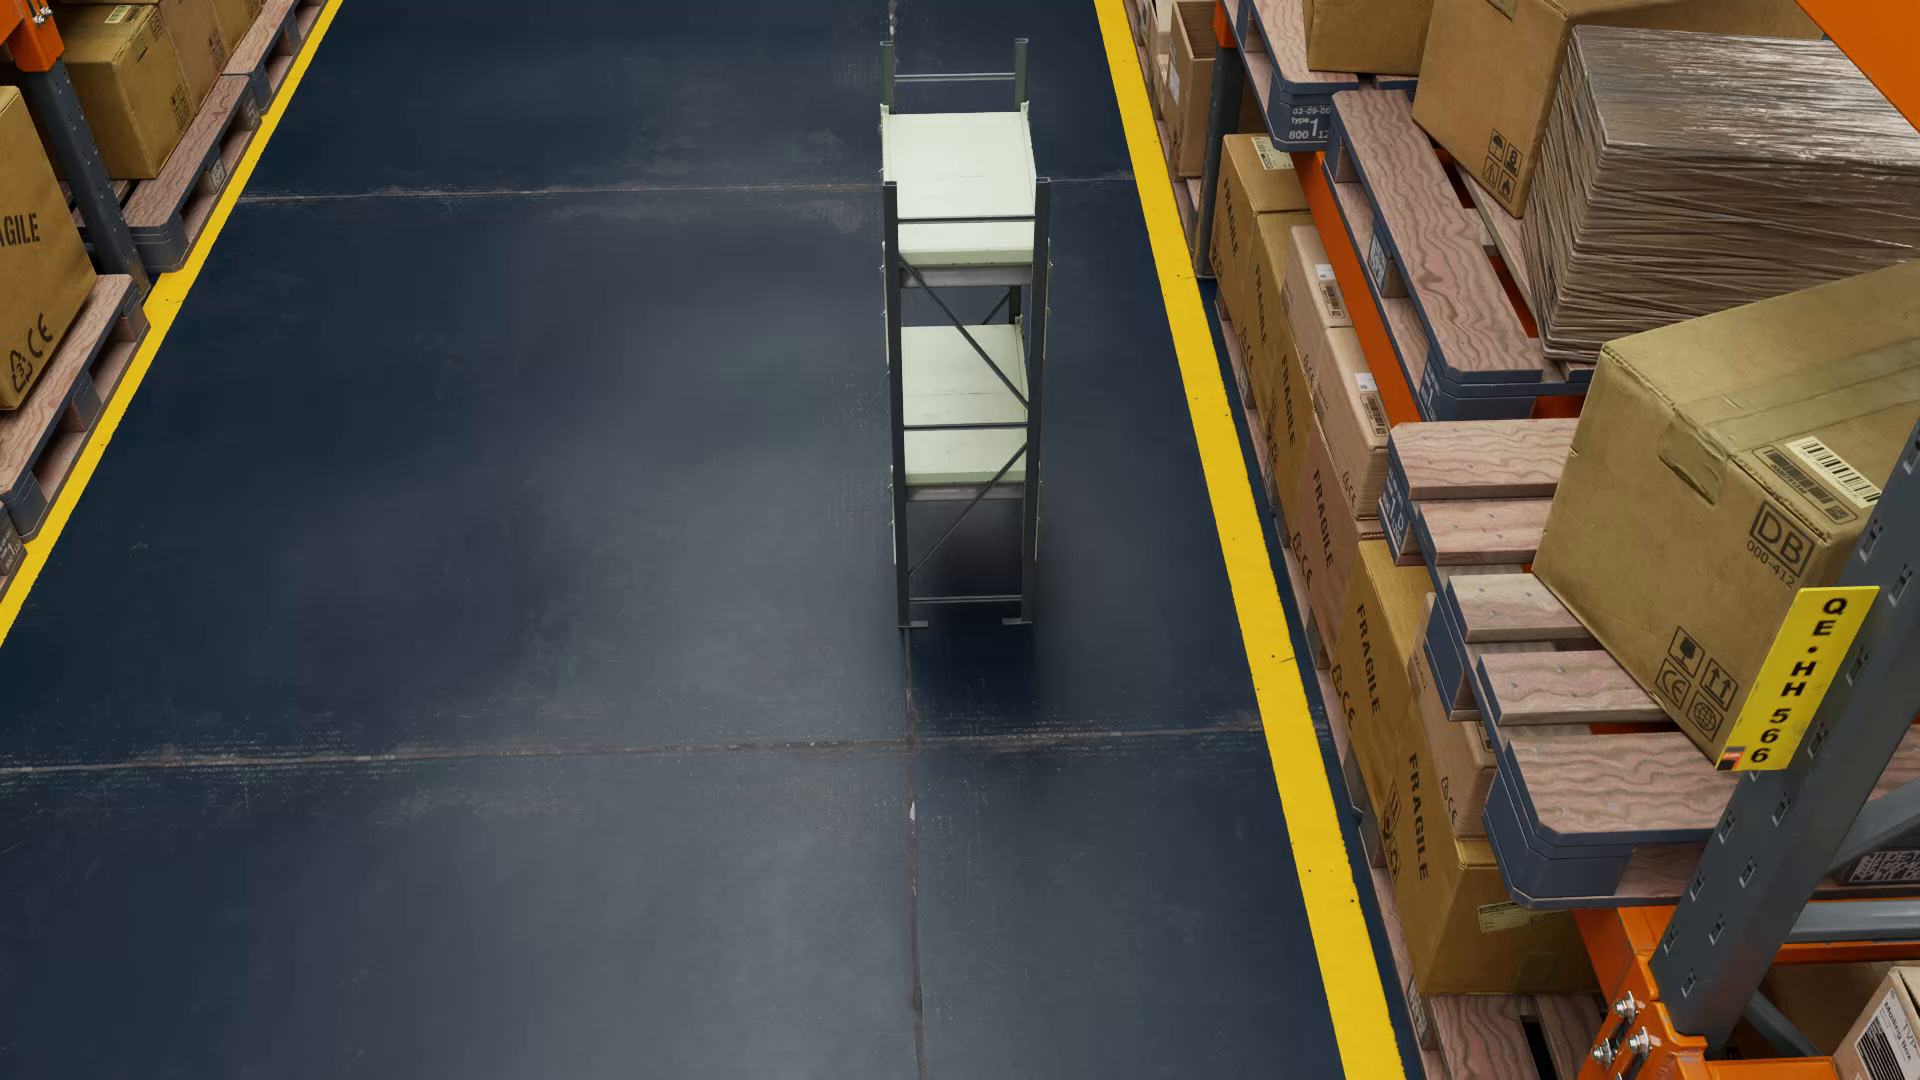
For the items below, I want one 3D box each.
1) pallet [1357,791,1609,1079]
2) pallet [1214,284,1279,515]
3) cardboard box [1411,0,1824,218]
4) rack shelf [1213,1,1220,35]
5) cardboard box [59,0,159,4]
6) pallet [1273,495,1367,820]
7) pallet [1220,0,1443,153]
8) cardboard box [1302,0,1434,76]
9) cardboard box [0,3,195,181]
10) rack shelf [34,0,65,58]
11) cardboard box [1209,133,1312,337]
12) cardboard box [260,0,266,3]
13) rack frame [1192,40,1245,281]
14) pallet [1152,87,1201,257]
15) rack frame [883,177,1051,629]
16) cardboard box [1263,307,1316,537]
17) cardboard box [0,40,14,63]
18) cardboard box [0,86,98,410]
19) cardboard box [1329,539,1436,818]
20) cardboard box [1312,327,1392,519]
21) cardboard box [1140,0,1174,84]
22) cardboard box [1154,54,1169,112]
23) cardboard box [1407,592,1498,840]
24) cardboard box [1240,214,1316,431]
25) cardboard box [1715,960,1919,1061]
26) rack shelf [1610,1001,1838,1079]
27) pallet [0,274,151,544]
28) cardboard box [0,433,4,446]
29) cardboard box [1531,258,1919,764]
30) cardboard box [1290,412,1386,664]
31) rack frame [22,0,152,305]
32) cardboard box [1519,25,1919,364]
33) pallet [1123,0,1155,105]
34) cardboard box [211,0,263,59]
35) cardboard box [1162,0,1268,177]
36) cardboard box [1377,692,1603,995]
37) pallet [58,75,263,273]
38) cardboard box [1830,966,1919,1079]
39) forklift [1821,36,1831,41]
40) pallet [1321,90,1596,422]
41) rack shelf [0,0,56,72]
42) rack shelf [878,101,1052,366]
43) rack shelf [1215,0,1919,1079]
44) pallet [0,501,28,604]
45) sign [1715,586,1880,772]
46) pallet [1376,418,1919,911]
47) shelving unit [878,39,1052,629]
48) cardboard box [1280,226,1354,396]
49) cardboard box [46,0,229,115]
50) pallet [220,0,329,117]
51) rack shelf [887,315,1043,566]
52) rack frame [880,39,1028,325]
[{"bbox_3d":[1.572,1.075,3.921,1.003,0.211,1.213,-2,43,-2],"label":"pallet"},{"bbox_3d":[1.469,-0.573,5.719,1.003,0.211,1.213,-2,43,-2],"label":"pallet"},{"bbox_3d":[1.533,-1.149,3.899,0.700,0.500,0.500,-12,44,-13],"label":"cardboard box"},{"bbox_3d":[1.312,-3.234,7.090,1.077,0.370,4.000,-2,43,-2],"label":"rack shelf"},{"bbox_3d":[-3.314,-2.221,6.512,0.380,0.149,0.250,0,43,0],"label":"cardboard box"},{"bbox_3d":[1.524,0.253,4.818,1.003,0.211,1.213,-2,43,-2],"label":"pallet"},{"bbox_3d":[1.321,-1.535,4.847,1.003,0.211,1.213,-2,43,-2],"label":"pallet"},{"bbox_3d":[1.286,-1.552,4.338,0.700,0.500,0.500,5,43,5],"label":"cardboard box"},{"bbox_3d":[-3.482,-1.745,6.473,0.700,0.500,0.500,-1,43,-1],"label":"cardboard box"},{"bbox_3d":[-3.638,-3.089,6.932,1.077,0.370,4.000,-2,43,-2],"label":"rack shelf"},{"bbox_3d":[1.174,-1.056,5.706,0.500,0.500,0.500,-3,43,-4],"label":"cardboard box"},{"bbox_3d":[-3.549,-2.791,7.614,0.700,0.500,0.500,-3,43,-3],"label":"cardboard box"},{"bbox_3d":[1.396,-2.149,5.374,1.000,3.000,0.127,-2,43,-2],"label":"rack frame"},{"bbox_3d":[1.368,-1.584,6.822,1.003,0.211,1.213,-2,43,-2],"label":"pallet"},{"bbox_3d":[0.016,-0.301,4.469,0.400,1.500,0.023,-2,43,-2],"label":"rack frame"},{"bbox_3d":[1.221,-0.358,4.945,0.500,0.500,0.500,-1,43,-1],"label":"cardboard box"},{"bbox_3d":[-3.674,-1.881,6.141,0.380,0.149,0.250,-2,43,-2],"label":"cardboard box"},{"bbox_3d":[-3.395,-0.931,5.326,0.750,0.750,0.750,-1,43,-1],"label":"cardboard box"},{"bbox_3d":[1.270,0.337,4.187,0.500,0.500,0.500,-3,43,-3],"label":"cardboard box"},{"bbox_3d":[1.238,-0.318,4.347,0.500,0.250,0.500,-2,43,-3],"label":"cardboard box"},{"bbox_3d":[1.057,-2.202,7.097,0.500,0.311,0.500,-2,43,-2],"label":"cardboard box"},{"bbox_3d":[1.013,-1.888,6.874,0.380,0.149,0.250,-2,43,-2],"label":"cardboard box"},{"bbox_3d":[1.285,0.372,3.594,0.500,0.250,0.500,0,43,0],"label":"cardboard box"},{"bbox_3d":[1.207,-0.696,5.314,0.500,0.500,0.500,-1,43,-1],"label":"cardboard box"},{"bbox_3d":[1.833,0.996,3.468,0.500,0.500,0.500,0,43,0],"label":"cardboard box"},{"bbox_3d":[1.651,2.167,1.198,1.077,0.370,4.000,-2,43,-2],"label":"rack shelf"},{"bbox_3d":[-3.445,-0.457,5.593,1.003,0.211,1.213,-2,43,-2],"label":"pallet"},{"bbox_3d":[-3.354,-0.331,4.672,0.750,0.750,0.750,0,43,0],"label":"cardboard box"},{"bbox_3d":[1.427,-0.062,2.713,0.700,0.500,0.500,-15,45,-16],"label":"cardboard box"},{"bbox_3d":[1.242,-0.017,4.573,0.500,0.500,0.500,-3,43,-3],"label":"cardboard box"},{"bbox_3d":[-3.553,-2.004,5.216,1.000,3.000,0.127,-2,43,-2],"label":"rack frame"},{"bbox_3d":[1.579,-0.685,3.392,0.700,0.500,0.500,6,43,6],"label":"cardboard box"},{"bbox_3d":[1.313,-2.410,7.723,1.003,0.211,1.213,-2,43,-2],"label":"pallet"},{"bbox_3d":[-3.520,-2.431,7.221,0.700,0.500,0.500,-1,43,-1],"label":"cardboard box"},{"bbox_3d":[1.089,-1.766,6.481,0.500,0.500,0.500,-2,43,-2],"label":"cardboard box"},{"bbox_3d":[1.292,0.686,3.806,0.500,0.500,0.500,0,43,0],"label":"cardboard box"},{"bbox_3d":[-3.507,-1.492,6.721,1.003,0.211,1.213,-2,43,-2],"label":"pallet"},{"bbox_3d":[1.538,0.831,2.189,0.500,0.311,0.500,1,43,1],"label":"cardboard box"},{"bbox_3d":[3.066,-0.961,4.129,1.130,2.935,3.031,-1,43,-1],"label":"forklift"},{"bbox_3d":[1.479,-0.690,3.925,1.003,0.211,1.213,-2,43,-2],"label":"pallet"},{"bbox_3d":[-3.468,-0.389,3.986,1.077,0.370,4.000,-2,43,-2],"label":"rack shelf"},{"bbox_3d":[0.000,-0.836,4.475,0.431,0.370,0.720,-2,43,-2],"label":"rack shelf"},{"bbox_3d":[1.481,-0.533,4.144,1.077,0.370,4.000,-2,43,-2],"label":"rack shelf"},{"bbox_3d":[-3.390,0.368,4.692,1.003,0.211,1.213,-2,43,-2],"label":"pallet"},{"bbox_3d":[1.025,0.176,2.040,0.100,0.325,0.005,-2,43,-2],"label":"sign"},{"bbox_3d":[1.467,0.167,2.990,1.213,0.211,1.003,-2,43,-2],"label":"pallet"},{"bbox_3d":[0.000,-0.548,4.738,0.431,1.500,0.755,-2,43,-2],"label":"shelving unit"},{"bbox_3d":[1.216,-0.657,4.716,0.500,0.250,0.500,-2,43,-2],"label":"cardboard box"},{"bbox_3d":[-3.500,-2.084,6.843,0.700,0.500,0.500,-2,43,-2],"label":"cardboard box"},{"bbox_3d":[-3.562,-2.317,7.622,1.003,0.211,1.213,-2,43,-2],"label":"pallet"},{"bbox_3d":[0.000,-0.308,4.959,0.431,0.370,0.720,-2,43,-2],"label":"rack shelf"},{"bbox_3d":[-0.015,-0.795,5.008,0.400,1.500,0.023,-2,43,-2],"label":"rack frame"}]
